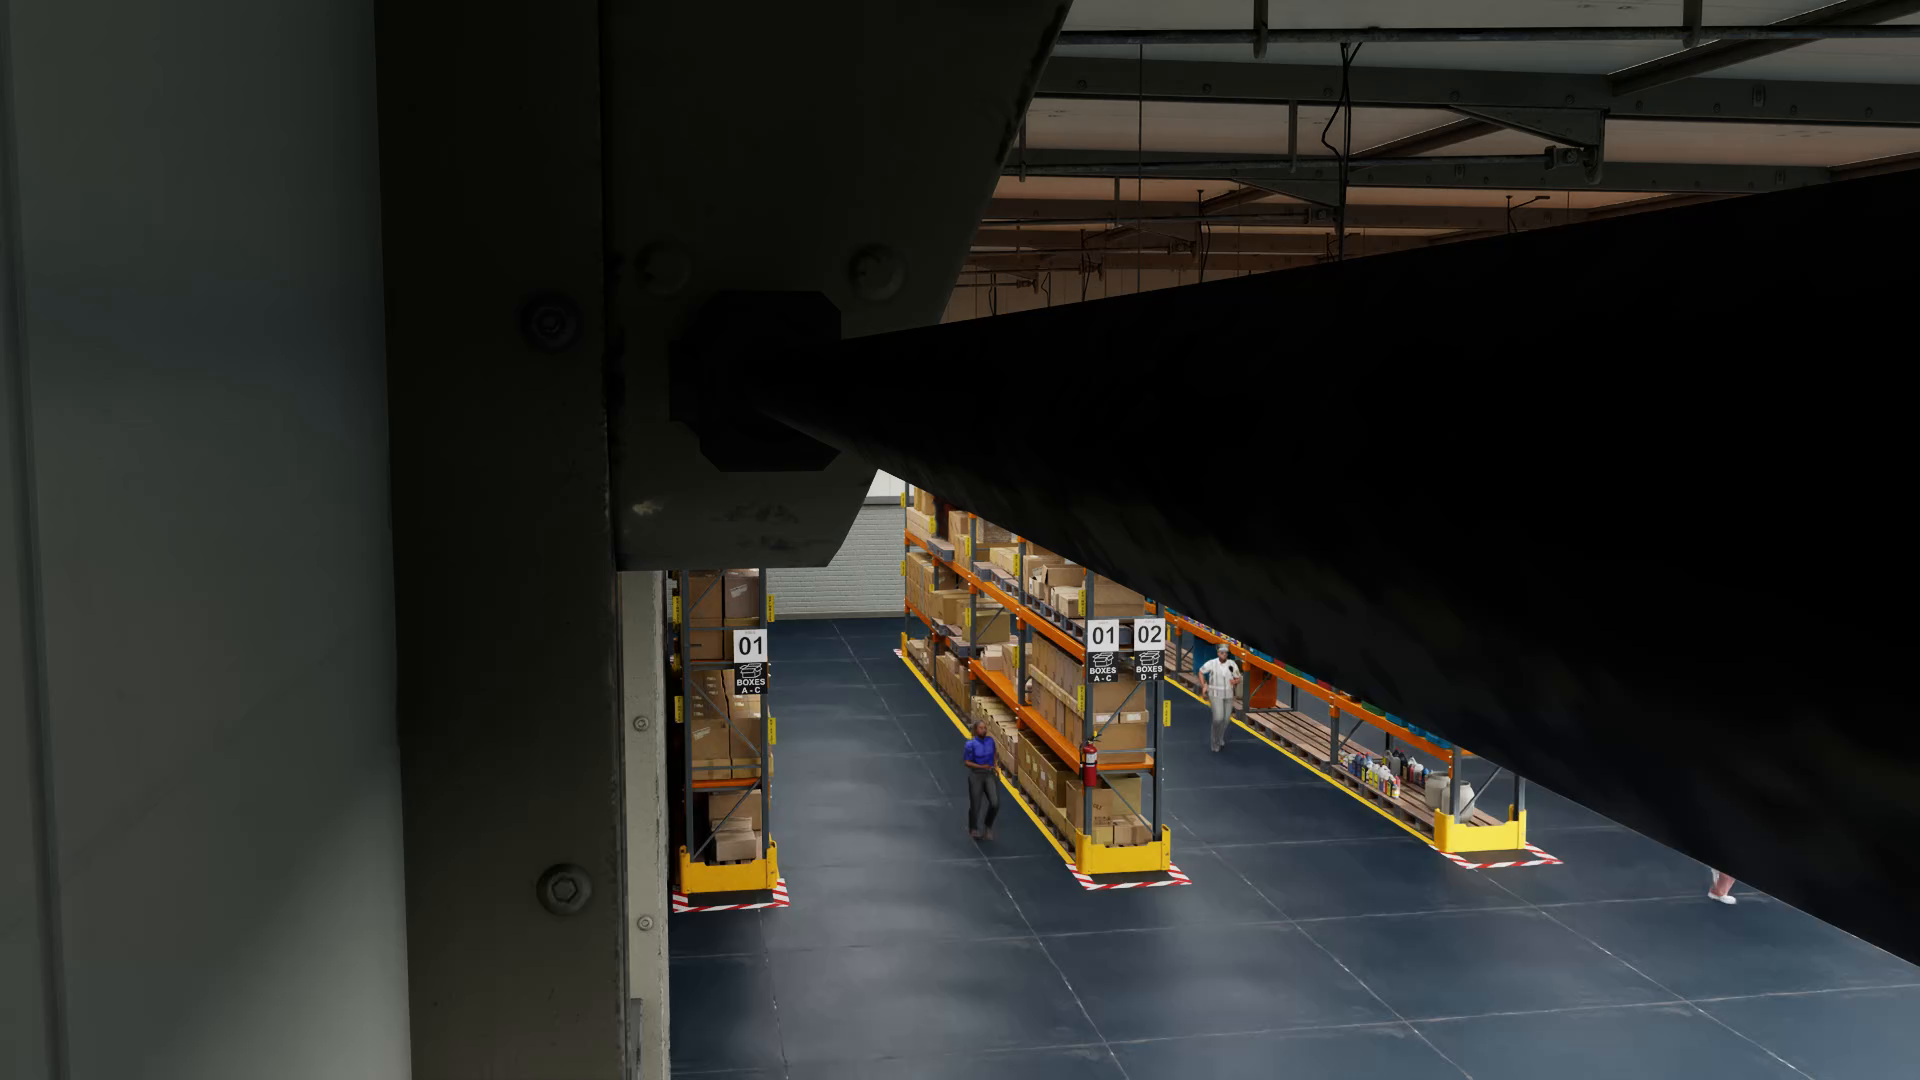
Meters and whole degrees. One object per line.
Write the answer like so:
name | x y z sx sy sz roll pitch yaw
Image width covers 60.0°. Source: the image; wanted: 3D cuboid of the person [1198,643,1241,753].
person | 4.325 2.612 27.509 0.637 1.833 0.751 -1 6 -12

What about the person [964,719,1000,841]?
person | 0.316 3.212 22.198 0.546 1.648 0.670 -2 6 -21

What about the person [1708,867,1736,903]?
person | 9.196 3.496 19.621 0.602 1.619 0.620 2 6 20
